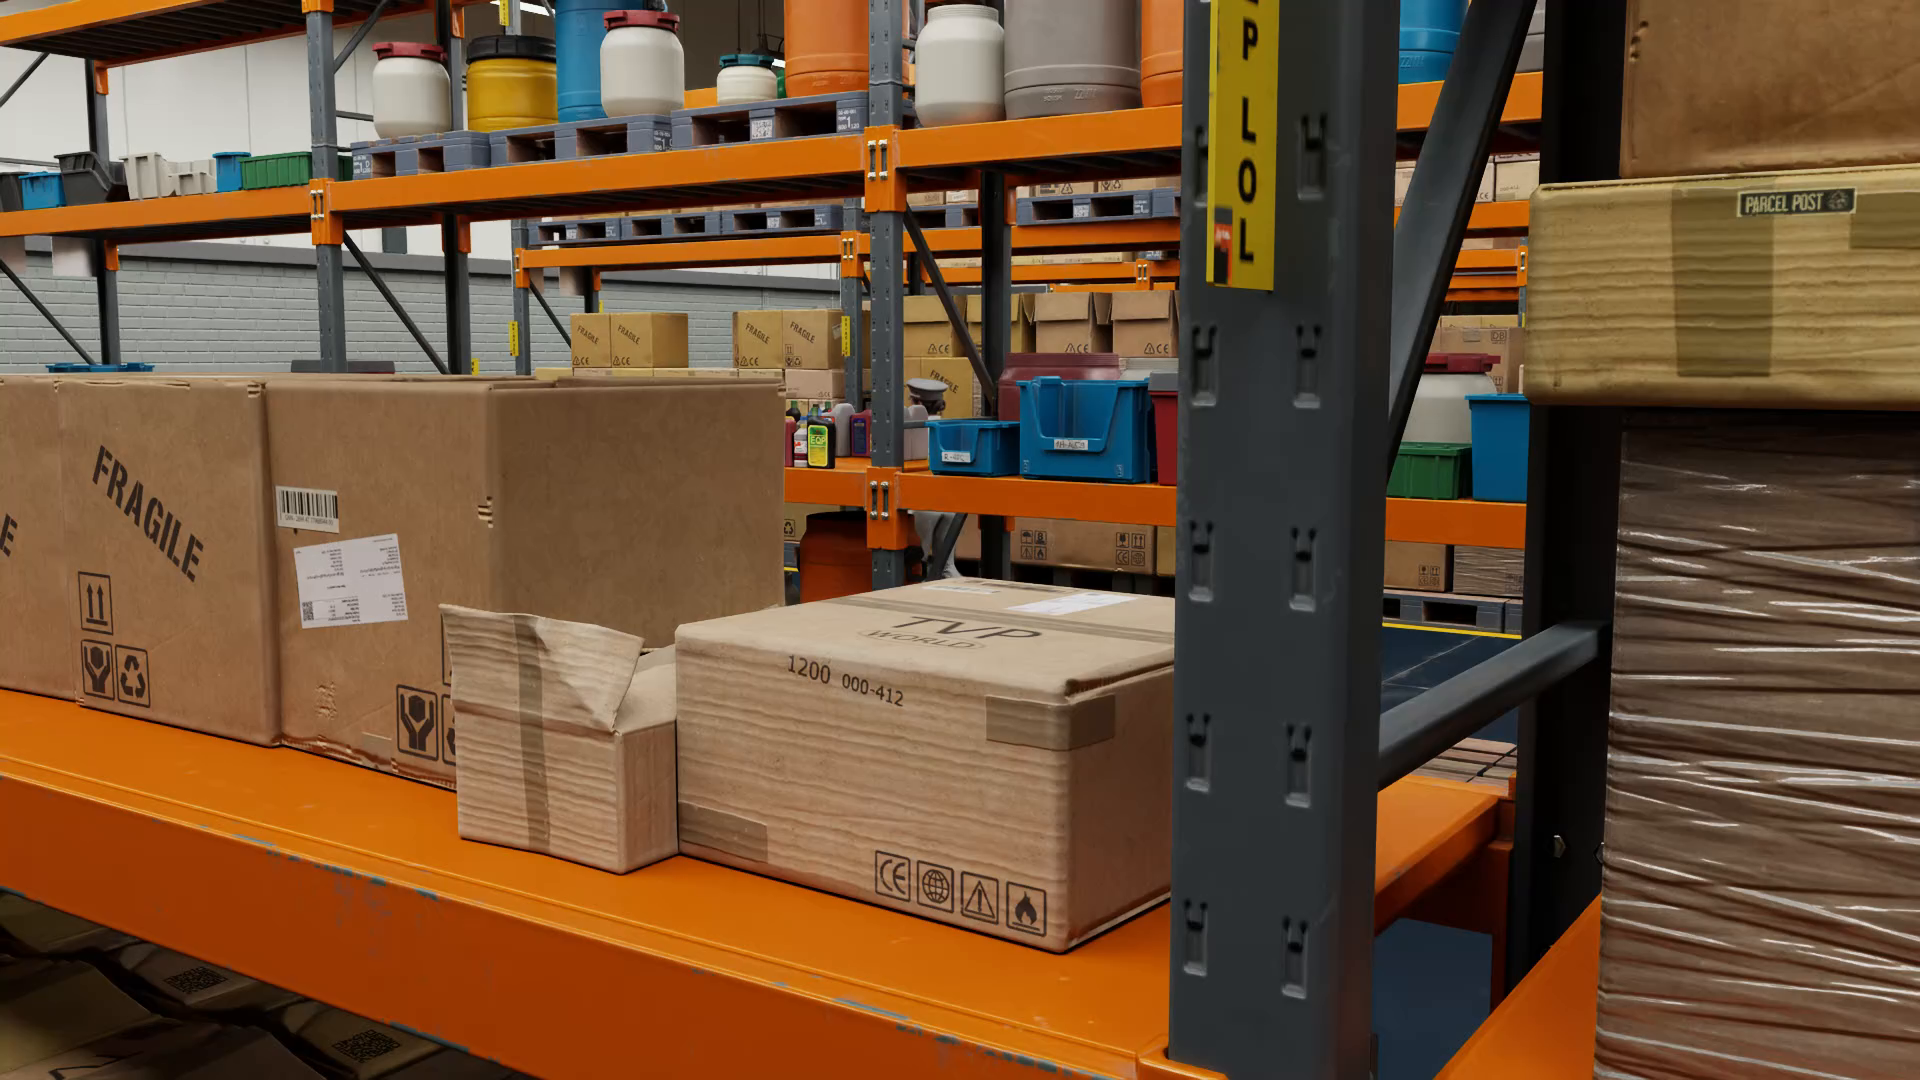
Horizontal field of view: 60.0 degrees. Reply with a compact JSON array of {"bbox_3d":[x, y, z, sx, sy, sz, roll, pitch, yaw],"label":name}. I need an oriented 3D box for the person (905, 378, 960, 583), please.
[{"bbox_3d":[-0.167,-0.162,10.262,0.500,1.668,0.597,-6,9,-43],"label":"person"}]
